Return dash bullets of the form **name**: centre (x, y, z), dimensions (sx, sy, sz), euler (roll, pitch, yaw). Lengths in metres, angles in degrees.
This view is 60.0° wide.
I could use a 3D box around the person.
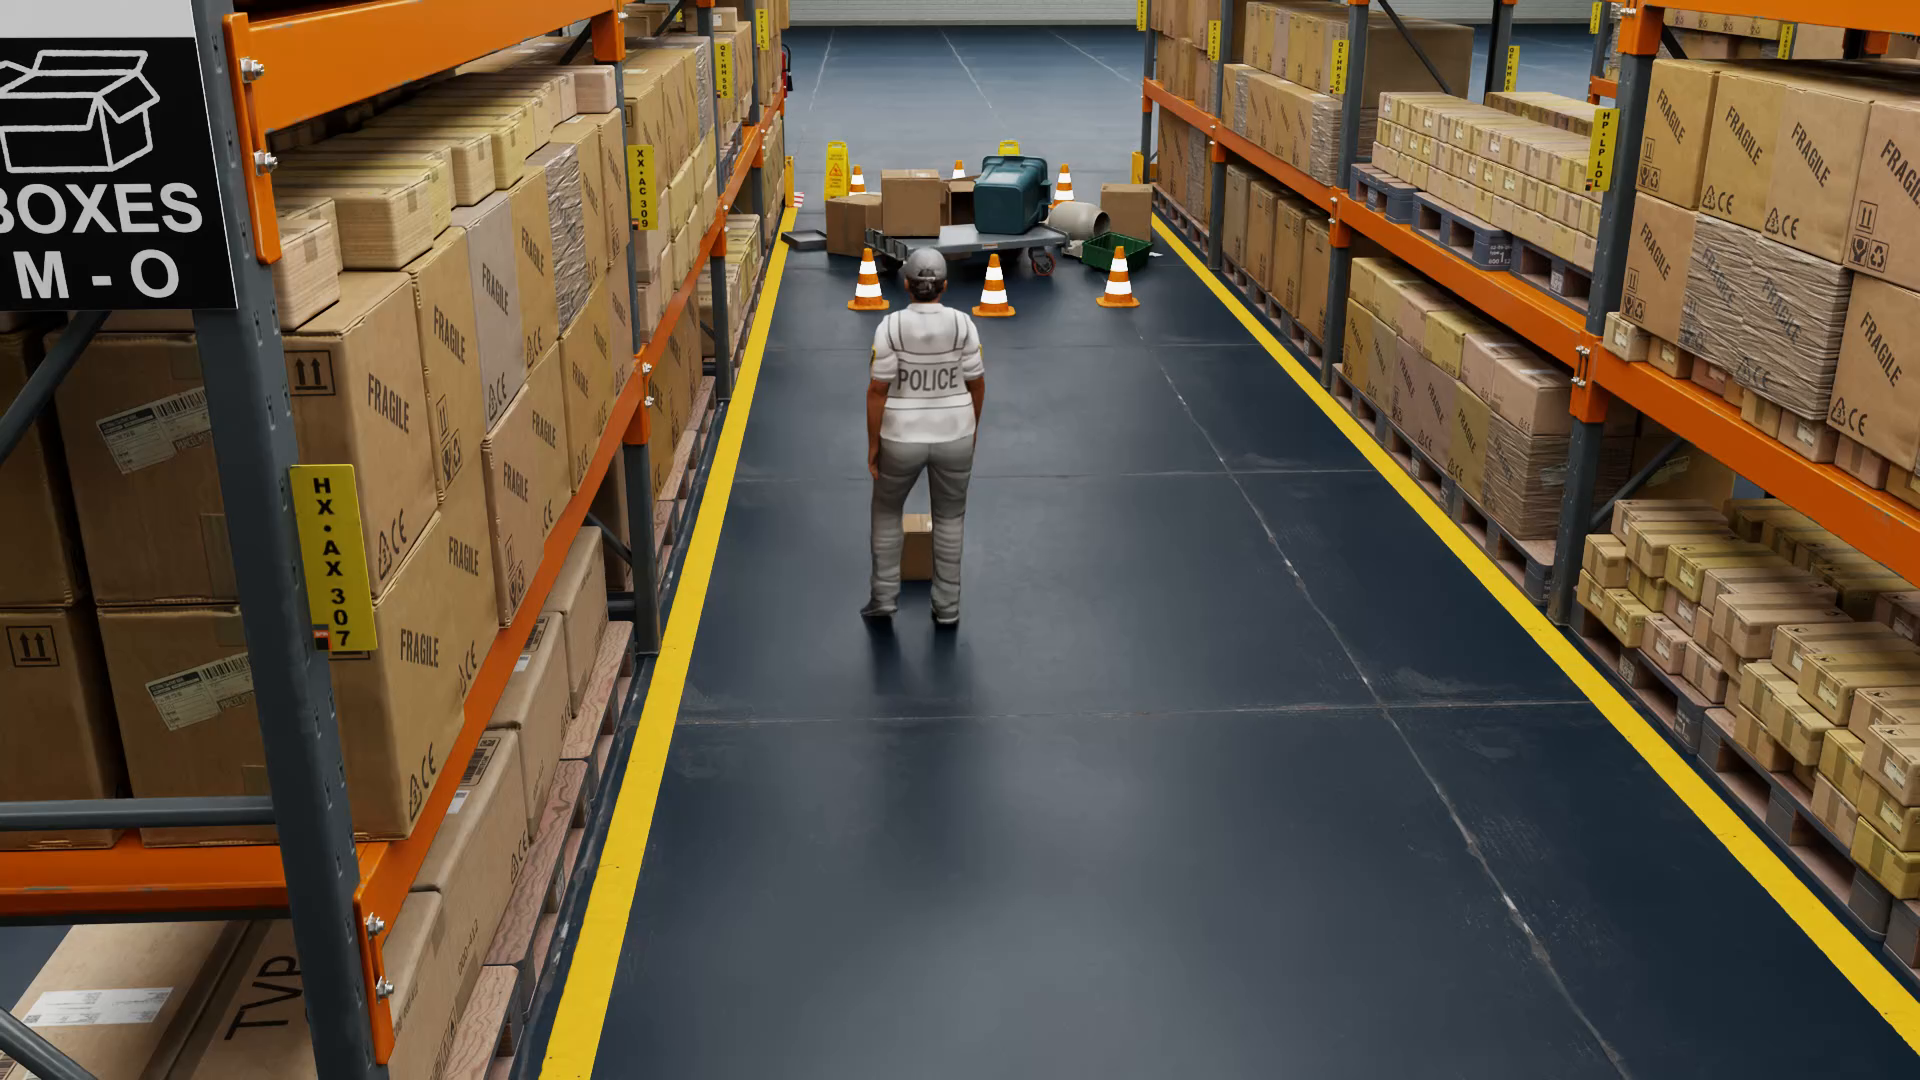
- **person**: centre (-0.167, -0.404, 7.185), dimensions (0.547, 1.729, 0.438), euler (-3, 21, -8)
